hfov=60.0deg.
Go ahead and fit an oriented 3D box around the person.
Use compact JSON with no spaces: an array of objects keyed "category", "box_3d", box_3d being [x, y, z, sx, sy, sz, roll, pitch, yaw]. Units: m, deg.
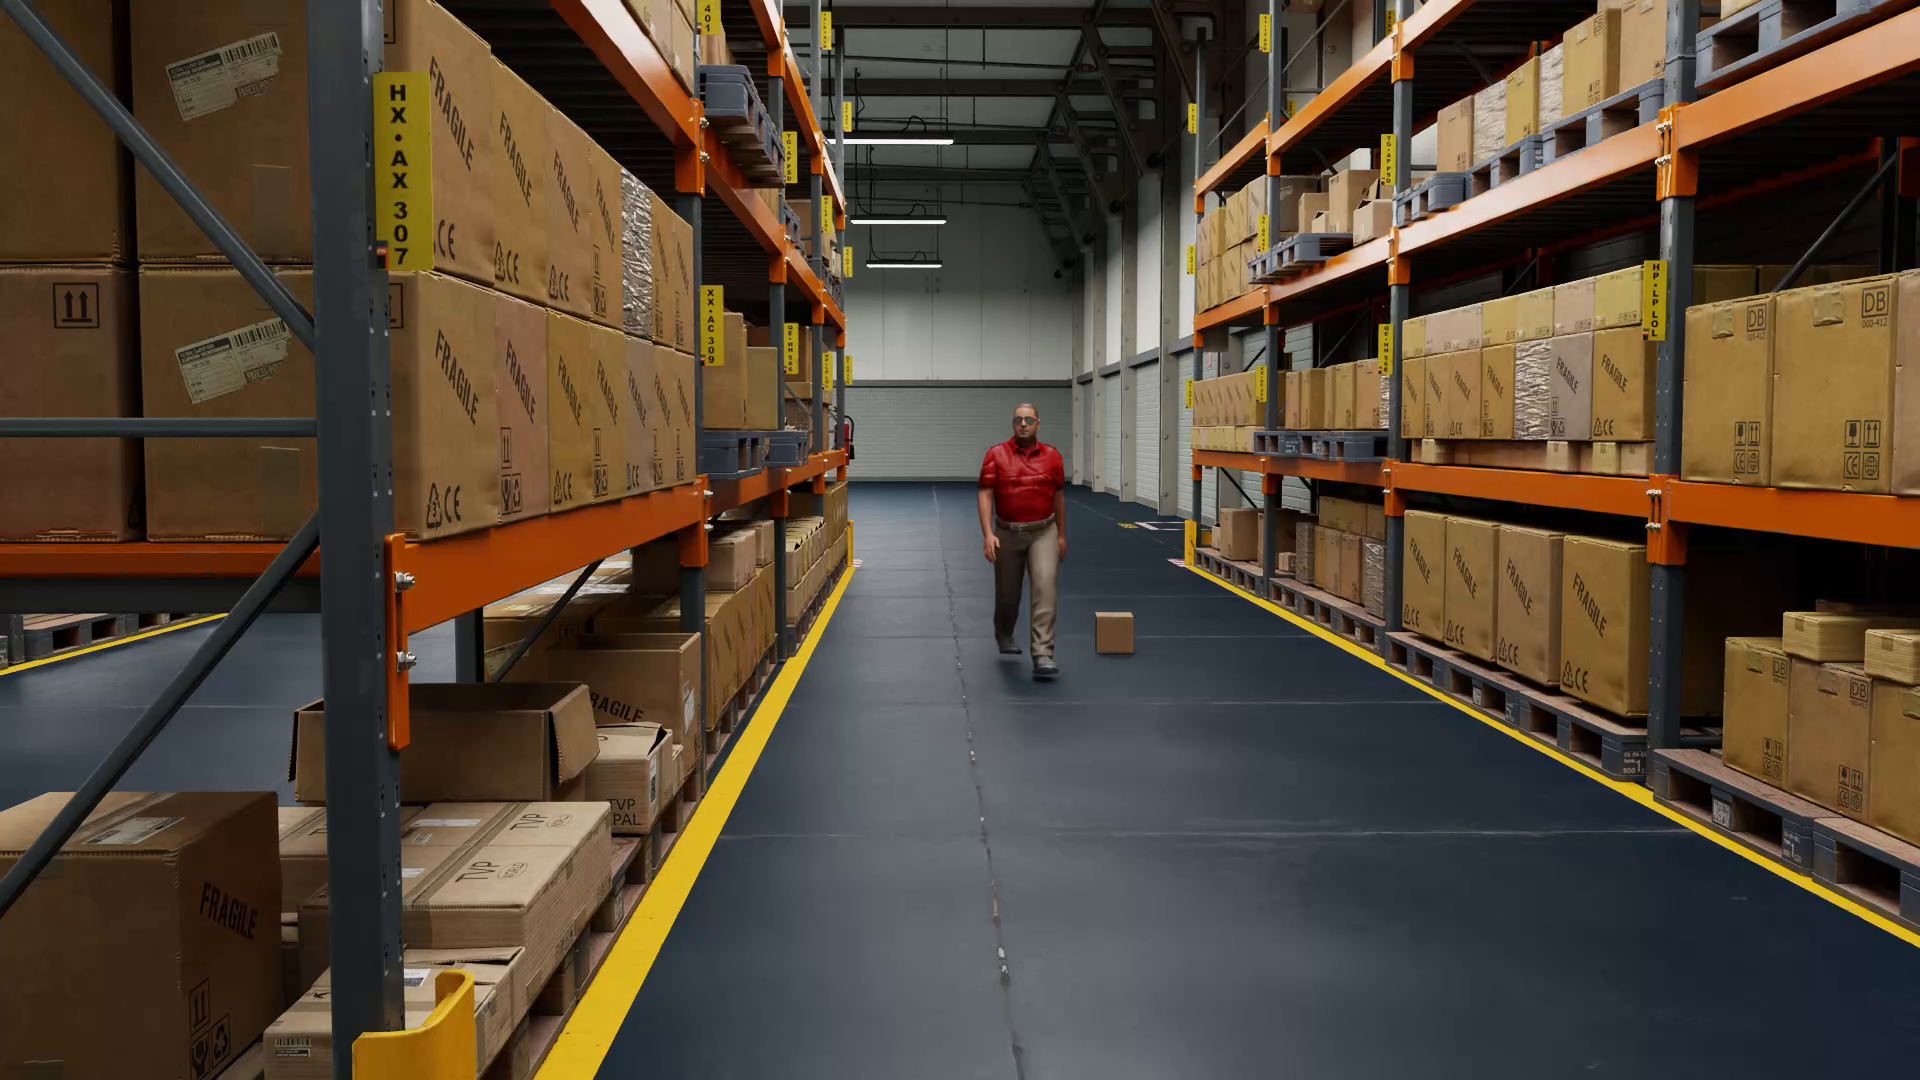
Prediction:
[{"category":"person","box_3d":[0.397,-0.023,10.443,0.578,1.662,1.115,0,4,-1]}]
